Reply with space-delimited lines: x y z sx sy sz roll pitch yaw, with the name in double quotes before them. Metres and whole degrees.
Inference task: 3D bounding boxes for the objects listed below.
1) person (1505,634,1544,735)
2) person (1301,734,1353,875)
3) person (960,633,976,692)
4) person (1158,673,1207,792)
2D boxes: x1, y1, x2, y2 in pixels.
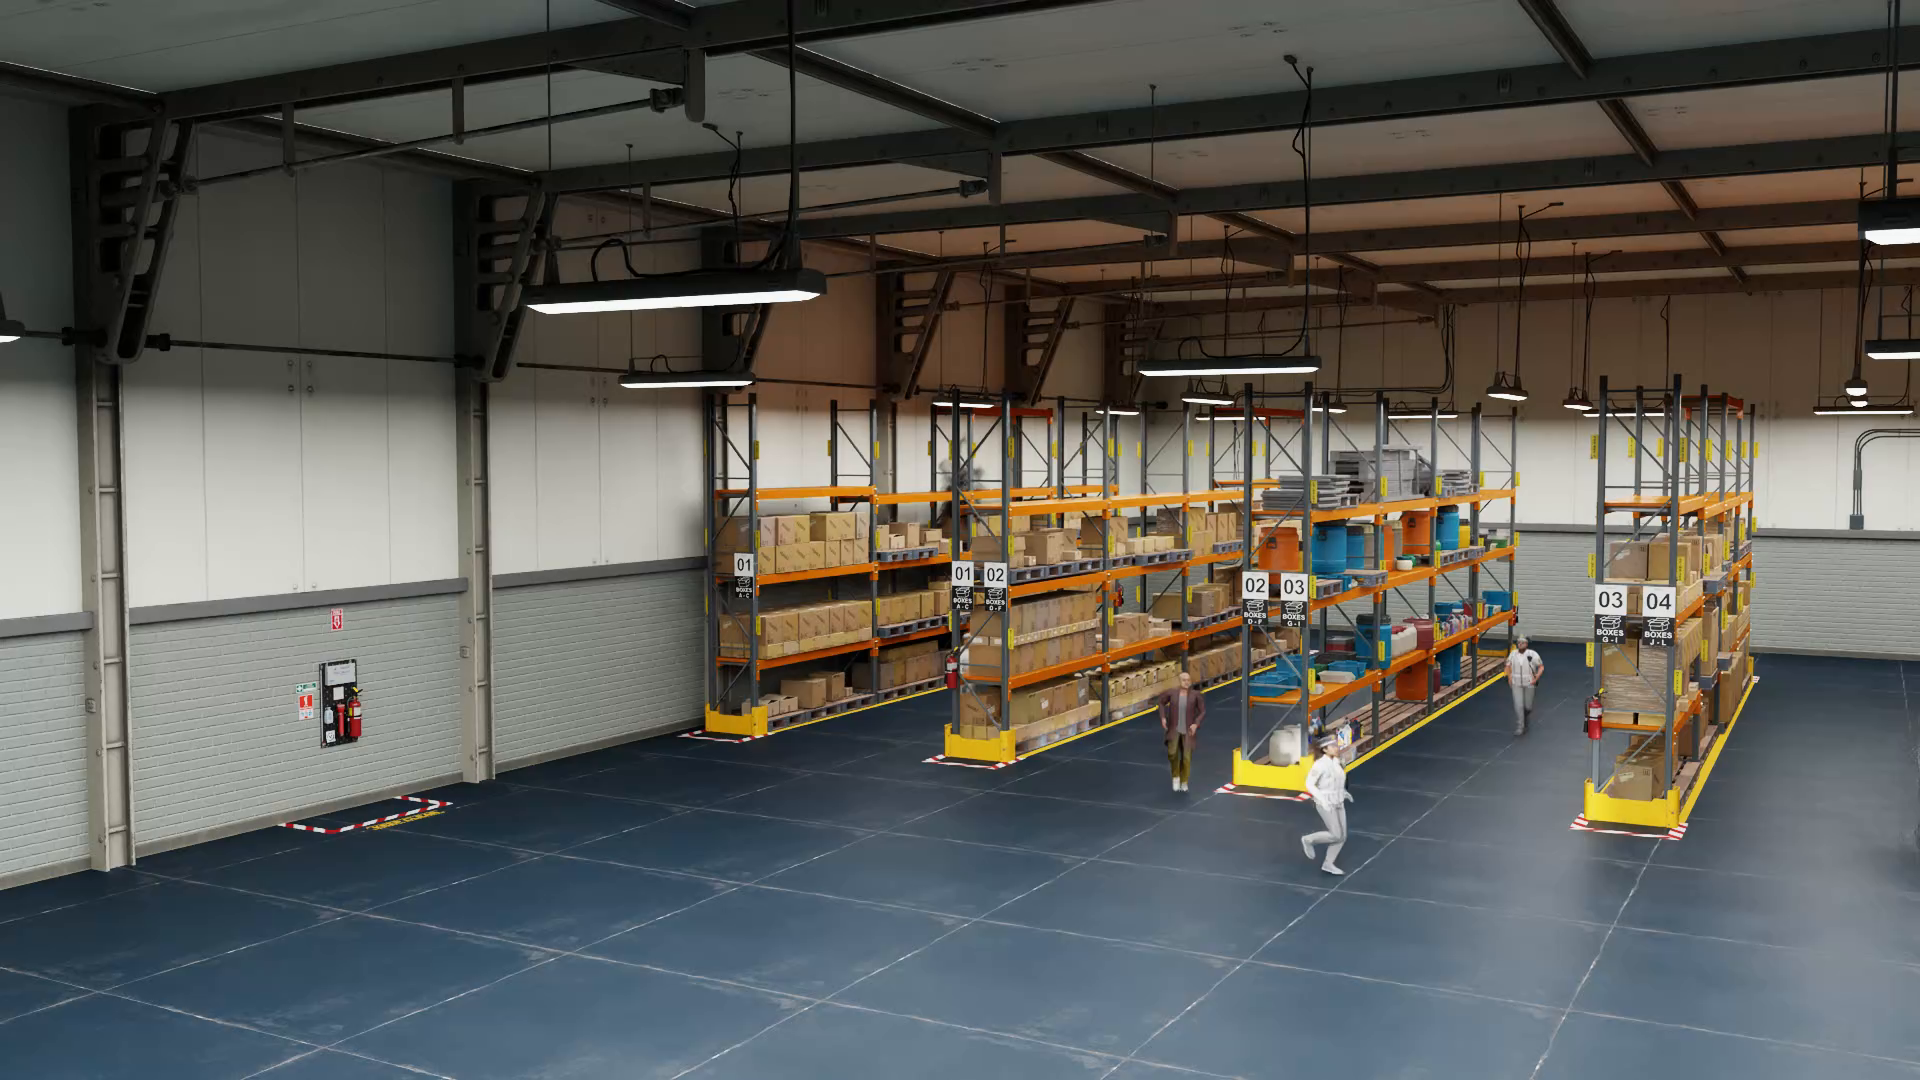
"person" 9.993 2.545 29.484 0.658 1.763 0.612 2 3 26
"person" 4.372 3.117 19.704 0.615 1.657 0.511 -3 4 -44
"person" 0.096 2.529 30.679 0.606 1.620 0.556 1 3 18
"person" 3.246 2.810 24.336 0.731 1.743 0.632 1 3 10
